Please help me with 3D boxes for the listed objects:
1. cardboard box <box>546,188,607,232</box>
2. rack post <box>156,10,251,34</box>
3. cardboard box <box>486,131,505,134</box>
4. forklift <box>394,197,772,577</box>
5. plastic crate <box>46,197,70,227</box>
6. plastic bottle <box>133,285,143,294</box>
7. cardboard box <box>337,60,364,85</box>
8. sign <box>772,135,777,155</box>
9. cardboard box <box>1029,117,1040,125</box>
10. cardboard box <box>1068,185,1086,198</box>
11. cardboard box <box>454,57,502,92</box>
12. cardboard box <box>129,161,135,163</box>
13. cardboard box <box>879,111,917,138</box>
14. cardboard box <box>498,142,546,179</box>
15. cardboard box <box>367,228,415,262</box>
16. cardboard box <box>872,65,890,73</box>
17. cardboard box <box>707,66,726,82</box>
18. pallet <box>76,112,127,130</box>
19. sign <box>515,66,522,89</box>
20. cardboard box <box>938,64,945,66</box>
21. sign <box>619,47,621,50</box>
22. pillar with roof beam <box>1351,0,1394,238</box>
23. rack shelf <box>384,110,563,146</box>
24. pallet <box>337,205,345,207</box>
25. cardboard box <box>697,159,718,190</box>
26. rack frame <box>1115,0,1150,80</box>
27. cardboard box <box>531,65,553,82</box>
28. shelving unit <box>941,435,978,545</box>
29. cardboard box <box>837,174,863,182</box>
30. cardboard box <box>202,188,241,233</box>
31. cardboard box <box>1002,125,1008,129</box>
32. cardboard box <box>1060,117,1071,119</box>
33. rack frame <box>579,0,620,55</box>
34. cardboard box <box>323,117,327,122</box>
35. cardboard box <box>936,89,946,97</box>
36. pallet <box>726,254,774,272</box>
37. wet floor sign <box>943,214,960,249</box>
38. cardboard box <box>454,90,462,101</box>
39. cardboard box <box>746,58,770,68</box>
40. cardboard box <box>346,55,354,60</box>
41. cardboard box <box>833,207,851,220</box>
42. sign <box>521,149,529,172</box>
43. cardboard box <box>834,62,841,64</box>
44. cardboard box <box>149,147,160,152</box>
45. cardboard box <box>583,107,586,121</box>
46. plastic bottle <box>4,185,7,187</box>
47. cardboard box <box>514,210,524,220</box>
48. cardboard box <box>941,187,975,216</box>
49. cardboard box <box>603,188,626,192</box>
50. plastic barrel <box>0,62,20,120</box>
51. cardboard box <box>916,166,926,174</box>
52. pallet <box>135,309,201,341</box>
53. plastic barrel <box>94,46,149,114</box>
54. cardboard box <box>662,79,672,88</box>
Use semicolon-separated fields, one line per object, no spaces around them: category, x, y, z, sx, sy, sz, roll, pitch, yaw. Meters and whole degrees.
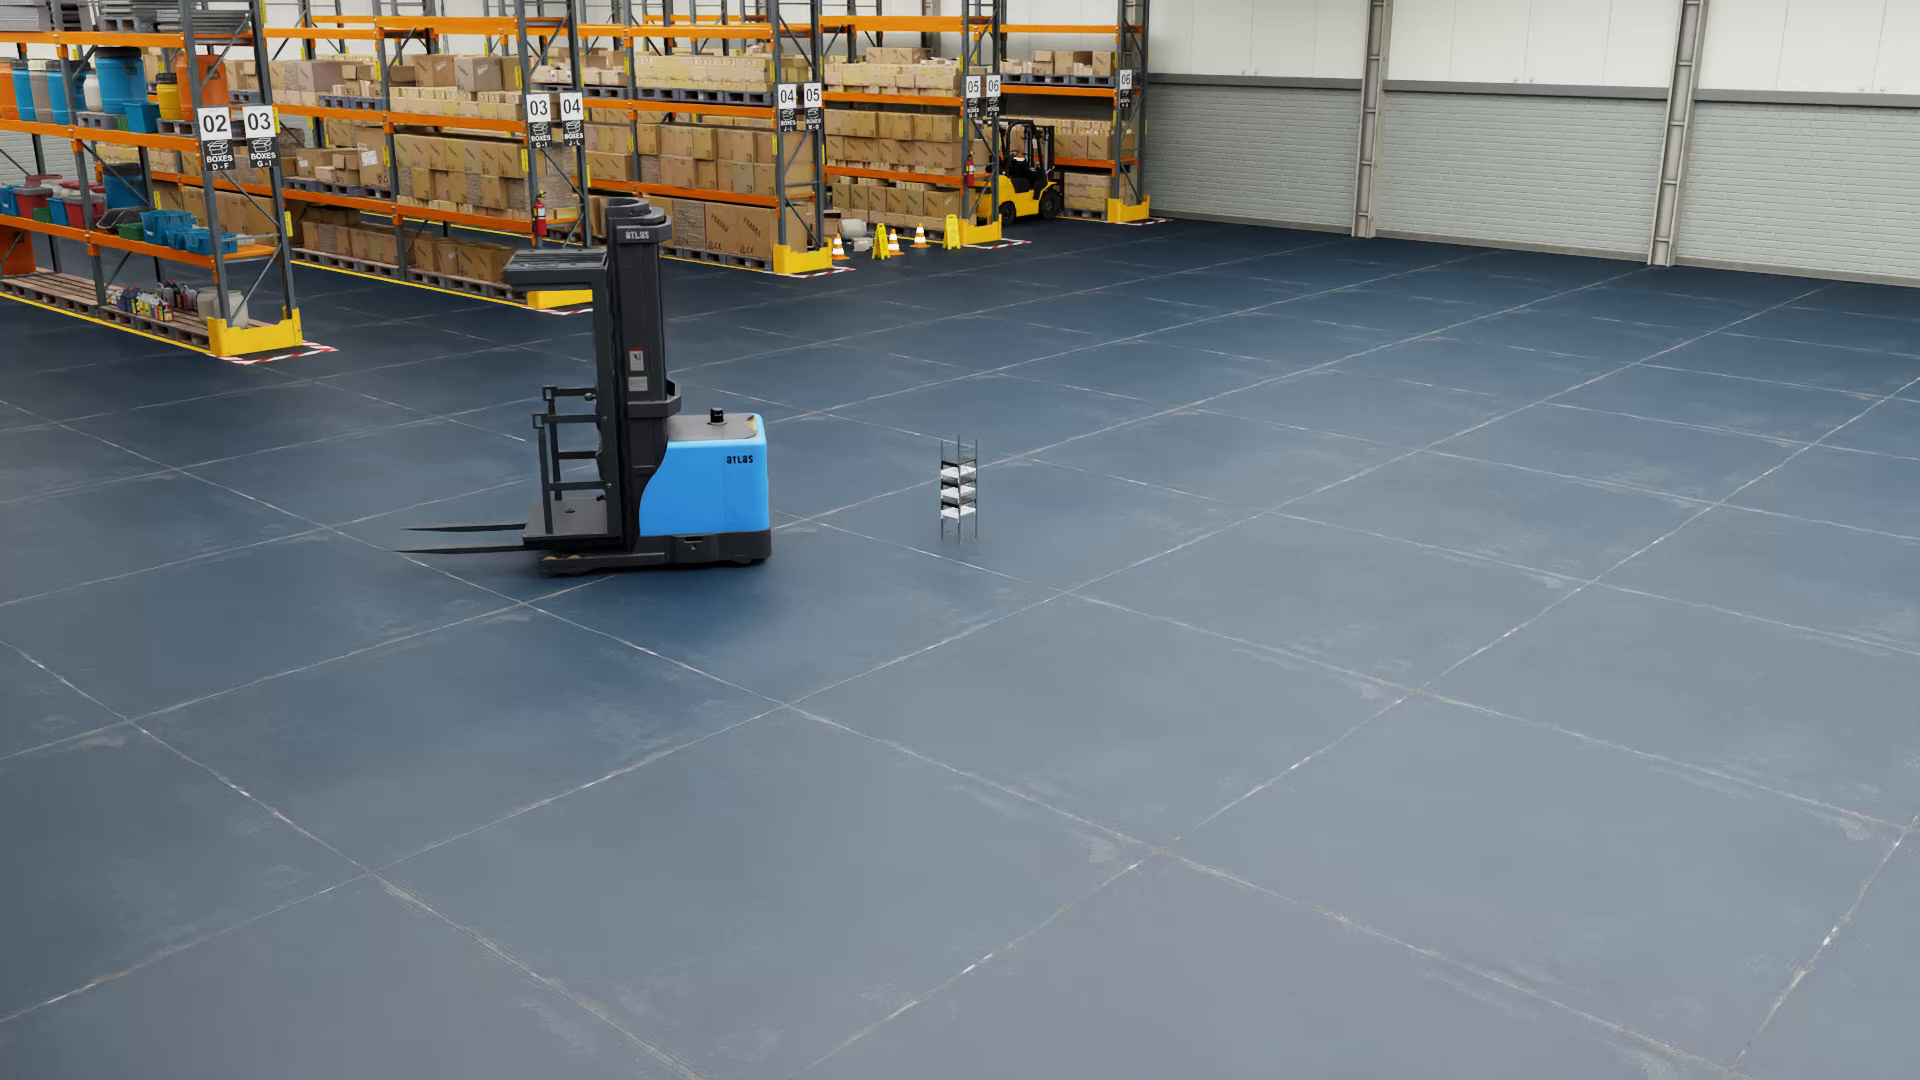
cardboard box;-7.739;-6.659;33.490;0.750;0.750;1.050;15;23;40
rack post;-9.944;-6.822;21.886;0.937;0.300;0.954;-15;23;-40
cardboard box;-9.793;-8.560;35.192;0.250;0.149;0.380;16;24;42
forklift;-3.126;-1.266;13.584;3.031;2.935;1.130;-3;18;-8
plastic crate;-13.486;-4.967;25.158;0.575;0.384;0.392;15;23;39
plastic bottle;-12.031;-3.547;24.310;0.185;0.351;0.144;15;23;39
cardboard box;-10.885;-8.220;29.432;0.500;0.500;0.500;16;23;40
sign;-3.178;-6.788;28.563;0.005;0.325;0.100;15;23;39
cardboard box;1.760;-9.437;37.486;0.250;0.149;0.380;15;23;39
cardboard box;2.755;-7.765;36.972;0.500;0.250;0.500;15;23;39
cardboard box;-7.503;-7.252;25.890;0.500;0.500;0.500;15;23;39
cardboard box;-16.945;-7.779;34.408;0.250;0.149;0.380;14;23;38
cardboard box;-1.229;-8.416;33.690;0.500;0.500;0.700;15;23;39
cardboard box;-6.751;-5.861;25.640;0.500;0.500;0.500;15;23;39
cardboard box;-9.956;-5.190;29.241;0.500;0.500;0.700;15;23;39
cardboard box;-1.560;-9.490;33.522;0.250;0.149;0.380;15;23;38
cardboard box;-4.108;-8.227;29.343;0.500;0.250;0.500;15;23;39
pallet;-11.850;-6.040;23.867;1.003;0.211;1.213;15;23;39
sign;-6.559;-6.871;24.709;0.005;0.325;0.100;15;23;39
cardboard box;-0.321;-11.020;38.801;0.250;0.149;0.380;15;23;39
sign;-8.220;-11.743;40.150;0.005;0.325;0.100;15;23;39
pillar with roof beam;5.402;-9.531;29.596;0.400;9.000;9.100;15;23;39
rack shelf;-7.671;-6.629;26.600;4.000;0.370;1.077;15;23;39
pallet;-14.134;-7.940;39.109;1.213;0.211;1.003;15;23;39
cardboard box;-4.300;-6.722;30.413;0.500;0.550;0.875;15;23;39
rack frame;3.694;-11.366;35.378;0.127;3.000;1.000;15;23;39
cardboard box;-8.396;-9.289;33.079;0.500;0.311;0.500;15;23;39
shelving unit;-0.006;-0.431;14.309;0.210;0.900;0.258;15;23;39
cardboard box;-2.748;-9.158;41.776;0.500;0.500;0.500;16;24;41
cardboard box;-13.990;-6.434;32.574;0.875;0.875;1.225;14;22;37
cardboard box;1.175;-9.446;38.006;0.250;0.149;0.380;15;23;39
cardboard box;2.447;-9.438;37.491;0.250;0.149;0.380;15;23;40
rack frame;-8.573;-12.652;39.429;0.127;3.000;1.000;15;23;39
cardboard box;-14.615;-9.971;38.590;0.500;0.500;0.500;15;23;39
cardboard box;-0.258;-8.744;32.489;0.250;0.149;0.380;15;23;40
pallet;-3.458;-5.056;30.023;1.213;0.211;1.003;15;23;39
wet floor sign;-0.166;-5.981;32.217;0.267;0.644;0.232;-9;20;-27
cardboard box;-7.733;-7.003;26.176;0.250;0.149;0.380;14;22;37
cardboard box;-3.471;-8.222;28.667;0.250;0.149;0.380;15;23;40
cardboard box;-13.541;-10.807;37.336;0.250;0.149;0.380;16;24;41
cardboard box;-2.327;-6.896;35.062;0.500;0.250;0.500;14;22;37
sign;-6.559;-5.722;25.074;0.005;0.325;0.100;15;23;39
cardboard box;-2.895;-11.734;41.086;0.250;0.149;0.380;14;23;38
cardboard box;-16.044;-8.111;33.556;0.500;0.500;0.500;15;23;40
cardboard box;-9.109;-10.349;40.272;0.500;0.500;0.500;15;23;39
plastic bottle;-16.243;-5.921;28.350;0.097;0.271;0.097;0;18;0
cardboard box;-6.712;-5.082;25.909;0.250;0.149;0.380;15;23;39
cardboard box;-0.035;-6.859;33.705;0.500;0.500;0.500;14;22;37
cardboard box;-8.056;-8.873;40.259;0.875;0.875;0.875;16;24;41
plastic barrel;-14.487;-6.916;25.603;0.708;0.830;0.600;15;23;39
cardboard box;-0.672;-7.417;33.266;0.250;0.149;0.380;16;23;40
pallet;-11.063;-3.105;23.875;1.213;0.211;1.003;15;23;39
plastic barrel;-11.781;-6.468;23.380;0.708;0.901;0.600;15;23;39
cardboard box;-5.185;-8.301;30.235;0.250;0.149;0.380;15;23;38
